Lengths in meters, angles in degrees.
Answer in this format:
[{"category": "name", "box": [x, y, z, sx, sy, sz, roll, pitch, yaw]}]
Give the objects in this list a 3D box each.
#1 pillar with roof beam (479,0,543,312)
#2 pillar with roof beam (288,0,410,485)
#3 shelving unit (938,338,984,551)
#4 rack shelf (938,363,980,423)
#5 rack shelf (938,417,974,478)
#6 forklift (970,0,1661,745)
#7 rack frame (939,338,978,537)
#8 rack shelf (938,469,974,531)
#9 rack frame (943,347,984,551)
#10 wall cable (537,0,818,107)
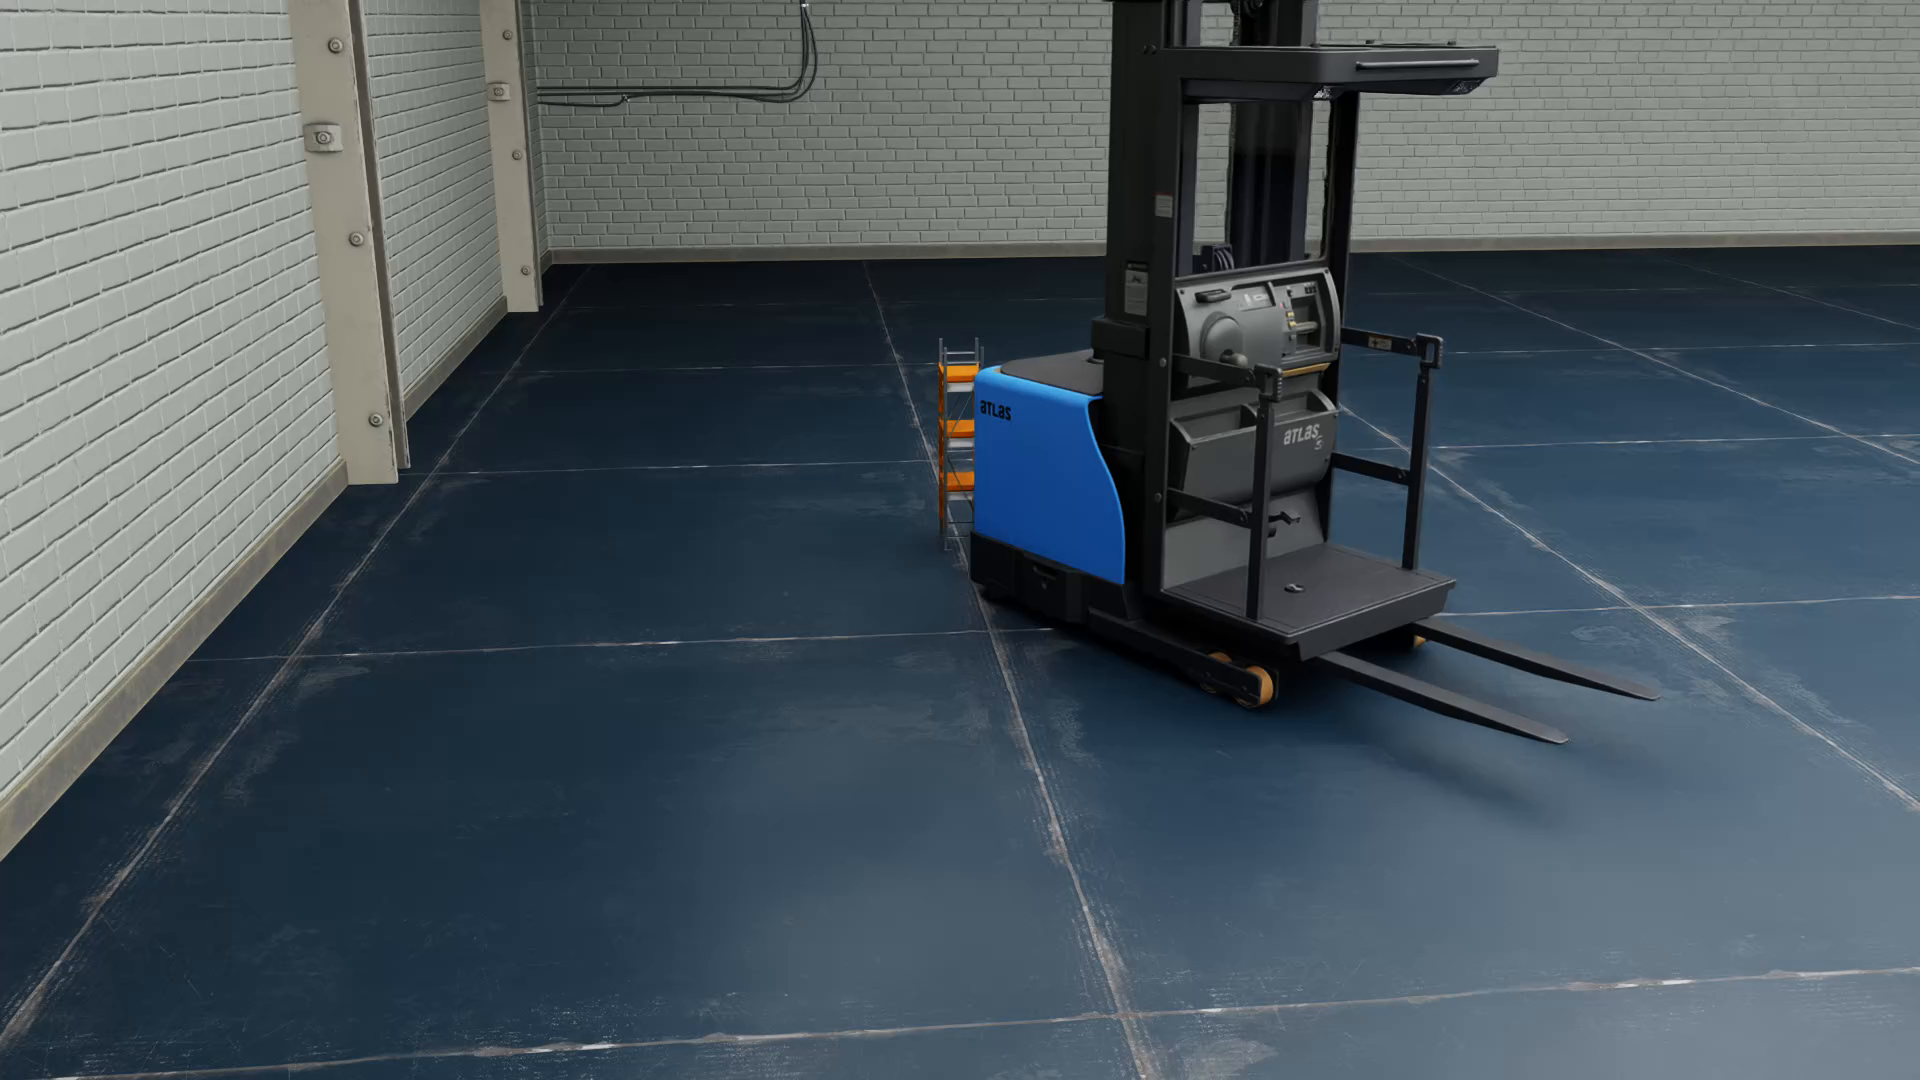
[{"category": "pillar with roof beam", "box": [0.190, -6.600, 14.677, 9.100, 9.000, 0.400, -2, 18, -6]}, {"category": "pillar with roof beam", "box": [0.809, -4.813, 8.983, 9.100, 9.000, 0.400, -2, 18, -6]}, {"category": "shelving unit", "box": [0.006, -0.485, 8.469, 0.215, 1.050, 0.252, -2, 18, -6]}, {"category": "rack shelf", "box": [0.005, -0.746, 8.387, 0.215, 0.259, 0.240, -2, 18, -6]}, {"category": "rack shelf", "box": [0.006, -0.475, 8.472, 0.215, 0.259, 0.240, -2, 18, -6]}, {"category": "forklift", "box": [1.366, -0.902, 6.657, 1.130, 2.935, 3.031, -14, 22, -37]}, {"category": "rack frame", "box": [-0.007, -0.521, 8.585, 0.200, 1.050, 0.008, -2, 18, -6]}, {"category": "rack shelf", "box": [0.006, -0.210, 8.555, 0.215, 0.259, 0.240, -2, 18, -6]}, {"category": "rack frame", "box": [0.018, -0.449, 8.353, 0.200, 1.050, 0.008, -2, 18, -6]}, {"category": "wall cable", "box": [-3.081, -5.904, 17.645, 3.097, 2.526, 0.112, -2, 18, -6]}]
